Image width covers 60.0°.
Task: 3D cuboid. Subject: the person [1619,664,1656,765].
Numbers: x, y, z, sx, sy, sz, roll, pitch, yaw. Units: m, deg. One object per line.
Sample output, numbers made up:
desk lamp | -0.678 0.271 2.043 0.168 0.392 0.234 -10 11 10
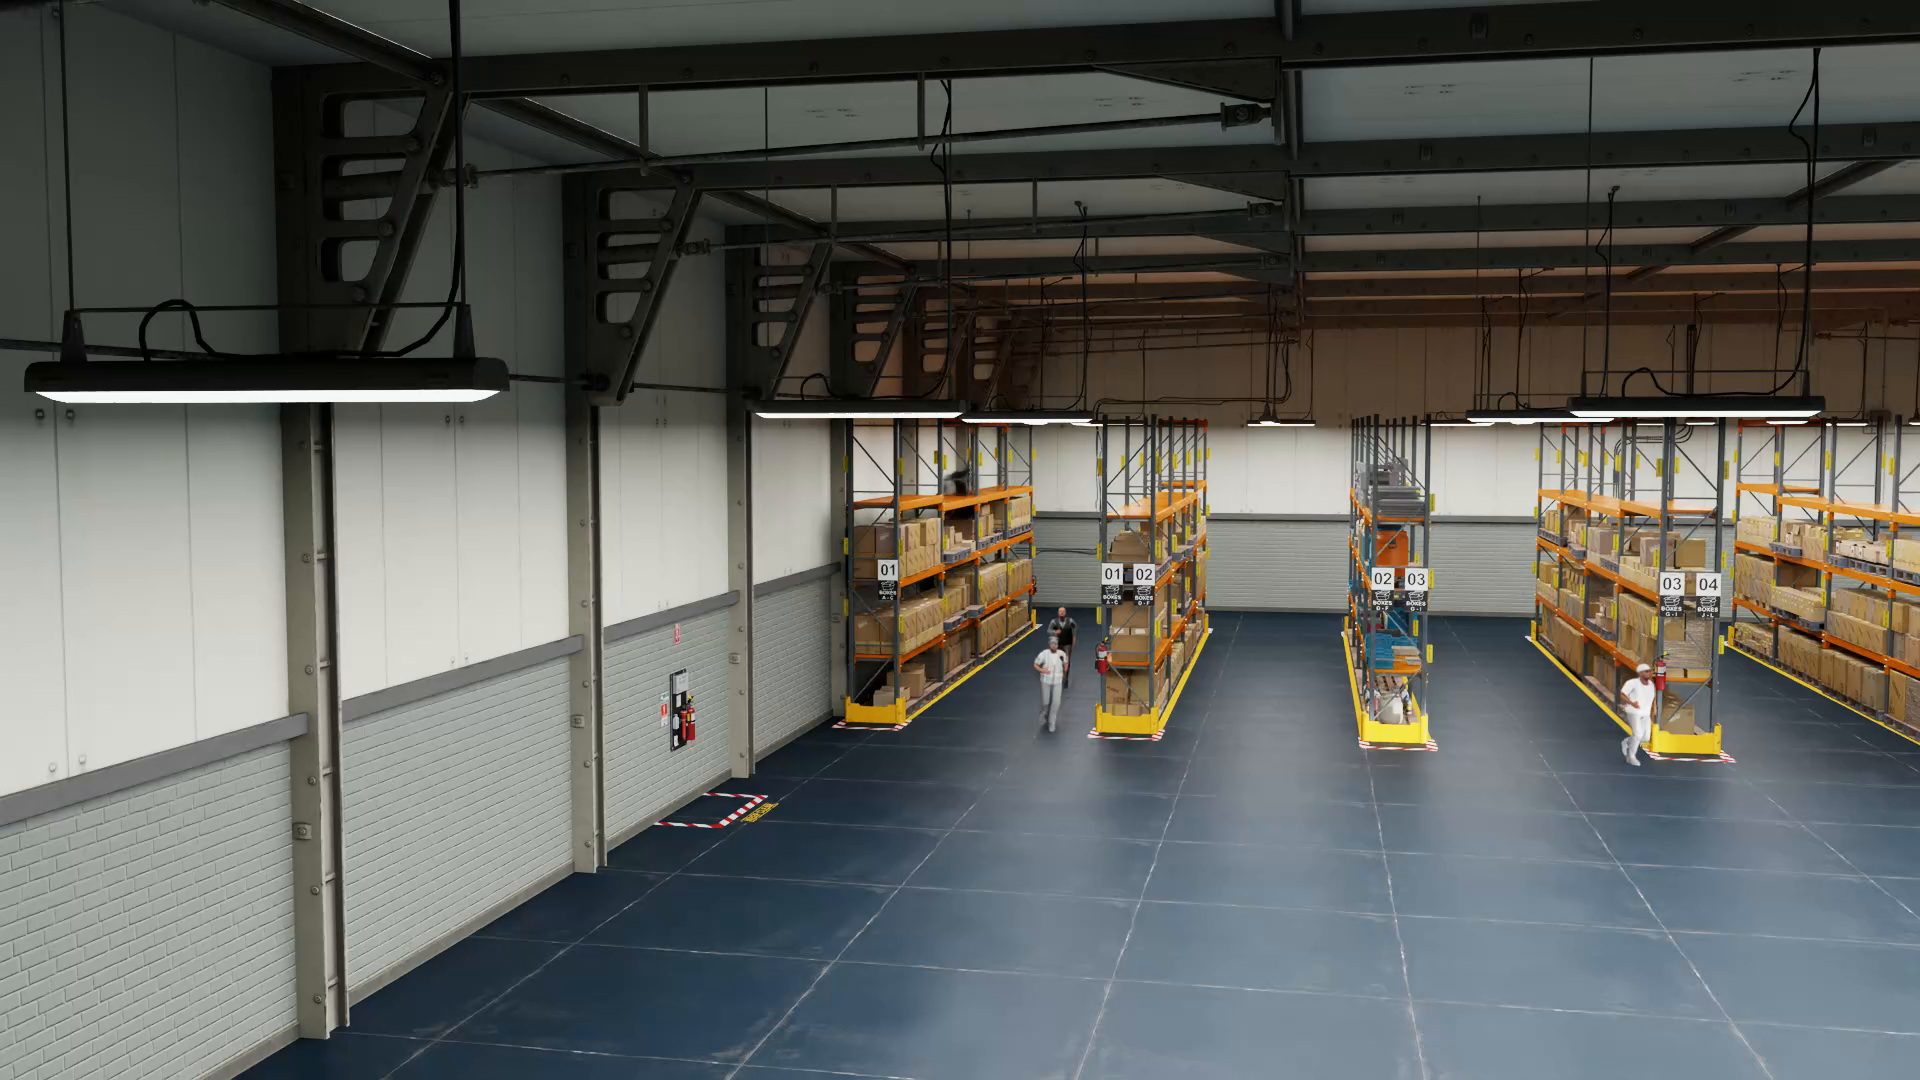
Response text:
person | 11.665 2.974 28.579 0.733 1.708 0.636 -1 4 -16

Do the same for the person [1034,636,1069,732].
person | 1.755 2.733 31.849 0.691 1.825 0.836 0 4 -5

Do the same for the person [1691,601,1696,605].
person | 17.611 2.207 39.863 0.705 1.722 0.578 0 4 3

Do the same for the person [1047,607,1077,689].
person | 2.276 2.379 37.132 0.658 1.777 0.828 0 4 6
